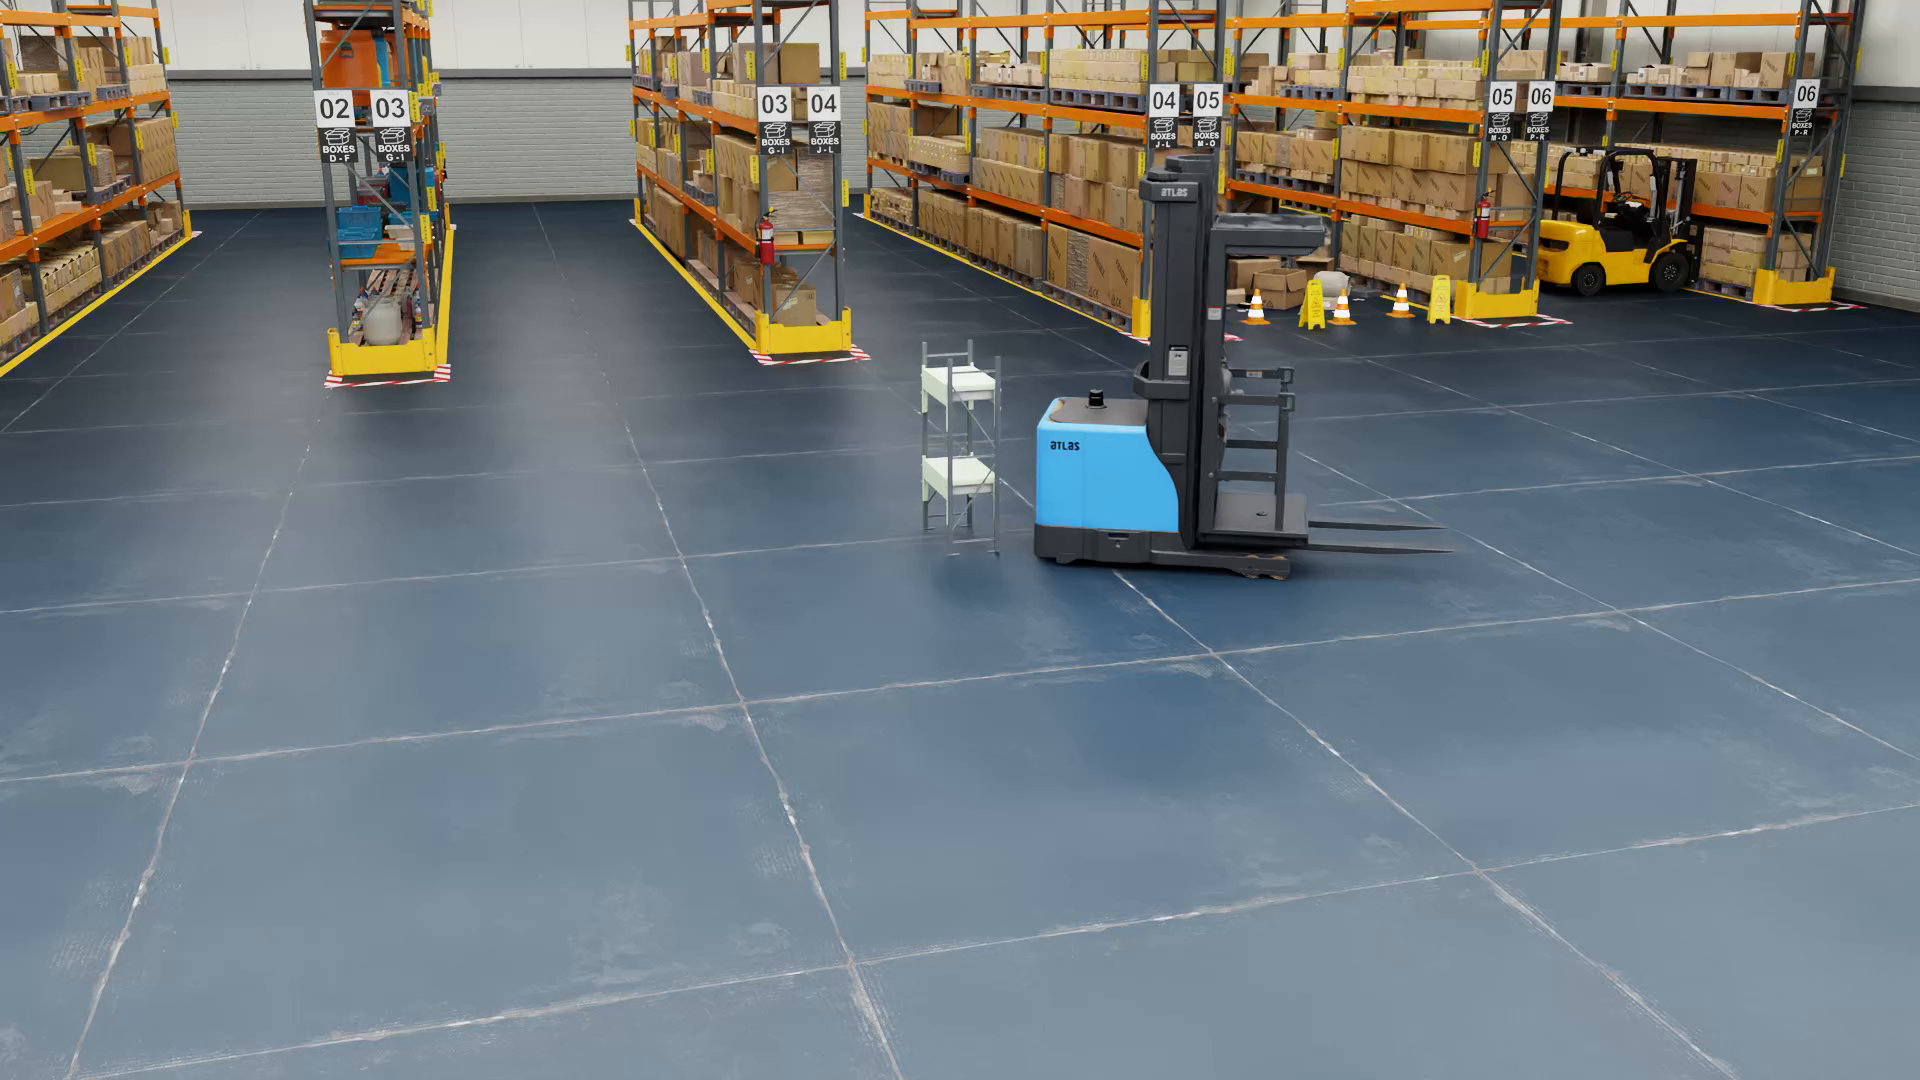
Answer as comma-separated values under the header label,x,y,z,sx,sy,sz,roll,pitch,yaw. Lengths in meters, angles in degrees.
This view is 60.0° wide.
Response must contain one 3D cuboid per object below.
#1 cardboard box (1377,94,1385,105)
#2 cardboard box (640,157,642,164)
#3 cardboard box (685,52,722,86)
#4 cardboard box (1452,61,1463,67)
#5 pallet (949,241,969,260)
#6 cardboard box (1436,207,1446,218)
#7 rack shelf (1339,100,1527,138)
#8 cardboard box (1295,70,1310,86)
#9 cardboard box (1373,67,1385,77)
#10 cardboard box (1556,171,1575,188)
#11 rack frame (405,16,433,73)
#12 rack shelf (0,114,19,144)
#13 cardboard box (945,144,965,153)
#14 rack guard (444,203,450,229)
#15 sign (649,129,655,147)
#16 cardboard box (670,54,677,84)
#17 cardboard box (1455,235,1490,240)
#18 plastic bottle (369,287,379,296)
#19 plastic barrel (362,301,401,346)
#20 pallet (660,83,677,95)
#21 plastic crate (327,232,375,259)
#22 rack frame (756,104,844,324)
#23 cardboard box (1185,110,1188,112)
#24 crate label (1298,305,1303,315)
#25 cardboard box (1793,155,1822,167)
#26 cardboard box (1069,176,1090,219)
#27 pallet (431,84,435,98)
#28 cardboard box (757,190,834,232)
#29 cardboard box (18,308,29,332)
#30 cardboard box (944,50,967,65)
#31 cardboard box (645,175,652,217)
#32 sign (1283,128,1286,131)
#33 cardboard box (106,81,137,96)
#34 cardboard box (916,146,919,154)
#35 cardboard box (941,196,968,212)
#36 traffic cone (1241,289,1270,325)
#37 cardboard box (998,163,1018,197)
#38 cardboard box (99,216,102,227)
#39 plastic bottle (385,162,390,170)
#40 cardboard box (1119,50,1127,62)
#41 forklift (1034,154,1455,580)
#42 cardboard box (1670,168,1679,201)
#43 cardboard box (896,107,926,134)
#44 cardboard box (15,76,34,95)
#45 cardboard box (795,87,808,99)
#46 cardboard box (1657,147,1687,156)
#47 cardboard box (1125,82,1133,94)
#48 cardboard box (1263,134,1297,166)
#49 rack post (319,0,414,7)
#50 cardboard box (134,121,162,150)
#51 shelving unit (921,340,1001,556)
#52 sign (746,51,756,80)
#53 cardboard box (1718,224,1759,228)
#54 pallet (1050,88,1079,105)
label,x,y,z,sx,sy,sz,roll,pitch,yaw
cardboard box,6.562,-6.697,25.256,0.380,0.149,0.250,-4,17,-14
cardboard box,-6.342,-7.773,34.052,0.380,0.149,0.250,-5,17,-16
cardboard box,-3.976,-7.313,25.827,0.500,0.500,0.500,-5,17,-17
cardboard box,9.690,-9.116,31.922,0.380,0.149,0.250,-5,18,-17
pallet,0.444,-5.264,30.108,1.003,0.211,1.213,-5,17,-15
cardboard box,7.053,-4.689,23.786,0.380,0.149,0.250,-5,17,-16
rack shelf,7.038,-6.234,24.529,1.077,0.370,4.000,-5,17,-15
cardboard box,5.916,-7.693,27.666,0.500,0.250,0.500,-4,17,-15
cardboard box,6.471,-7.063,25.087,0.380,0.149,0.250,-5,17,-16
cardboard box,10.727,-6.275,28.887,0.500,0.250,0.500,-5,17,-16
rack frame,-11.100,-10.713,32.974,1.000,3.000,0.127,-5,17,-15
rack shelf,-12.016,-4.669,19.317,1.077,0.370,4.000,-5,17,-15
cardboard box,-0.057,-6.990,29.681,0.380,0.149,0.250,-4,17,-14
rack guard,-11.119,-6.648,34.216,1.175,0.500,0.348,-5,17,-15
sign,-5.771,-7.533,31.174,0.100,0.325,0.005,-5,17,-15
cardboard box,-4.698,-8.099,28.582,0.500,0.500,0.500,-4,17,-12
cardboard box,7.477,-4.228,24.561,0.500,0.500,0.500,-5,18,-17
plastic bottle,-7.841,-3.218,22.290,0.144,0.351,0.185,-5,17,-15
plastic barrel,-6.957,-2.600,19.987,0.421,0.512,0.421,0,17,0
pallet,-4.677,-7.848,28.978,1.003,0.211,1.213,-4,17,-13
plastic crate,-7.128,-3.458,19.507,0.499,0.251,0.616,-5,17,-15
rack frame,-1.940,-3.806,20.407,1.000,3.000,0.127,-5,17,-15
cardboard box,4.453,-8.854,34.173,0.380,0.149,0.250,-5,17,-16
crate label,4.980,-3.266,23.586,0.298,0.136,0.250,16,23,42
cardboard box,12.473,-5.593,24.541,0.380,0.149,0.250,-5,17,-16
cardboard box,2.078,-4.938,23.916,0.875,0.550,0.550,-5,17,-15
pallet,-9.377,-7.557,28.010,1.003,0.211,1.213,-5,17,-15
cardboard box,-2.065,-4.150,20.864,0.875,0.500,0.500,-5,17,-15
cardboard box,-12.100,-2.764,20.990,0.500,0.250,0.500,-5,17,-15
cardboard box,-0.076,-8.679,29.914,0.396,0.266,0.258,-5,17,-15
cardboard box,-6.085,-7.244,34.818,0.875,0.875,0.875,-5,17,-15
sign,5.909,-7.364,30.379,0.100,0.325,0.005,-5,17,-15
cardboard box,-14.660,-7.862,28.957,0.500,0.250,0.500,-5,17,-15
cardboard box,-0.631,-7.424,31.644,0.380,0.149,0.250,-4,17,-14
cardboard box,-0.056,-6.195,30.673,0.500,0.250,0.500,-4,17,-14
traffic cone,4.076,-3.214,22.848,0.336,0.463,0.334,-5,17,-15
cardboard box,0.937,-5.867,27.097,0.500,0.500,0.500,-5,17,-16
cardboard box,-14.591,-5.286,27.612,0.500,0.250,0.500,-5,17,-15
plastic bottle,-10.204,-6.576,29.714,0.144,0.351,0.185,-5,17,-15
cardboard box,2.300,-6.323,21.722,0.380,0.149,0.250,-4,17,-14
forklift,2.115,-1.284,12.133,3.031,2.935,1.130,3,17,10
cardboard box,11.548,-5.570,26.107,0.500,0.500,0.500,-5,17,-15
cardboard box,-0.978,-8.410,33.305,0.500,0.500,0.500,-5,18,-17
cardboard box,-13.032,-6.230,22.793,0.500,0.250,0.500,-6,18,-20
cardboard box,-1.794,-5.456,20.255,0.380,0.149,0.250,-5,17,-16
cardboard box,11.369,-6.194,26.541,0.380,0.149,0.250,-5,17,-16
cardboard box,2.371,-5.870,21.599,0.380,0.149,0.250,-5,17,-15
cardboard box,5.593,-6.761,28.824,0.500,0.500,0.500,-4,17,-14
rack post,-6.788,-6.267,19.042,0.937,0.300,0.954,-3,17,-9
cardboard box,-15.049,-7.450,30.627,0.500,0.500,0.500,-4,17,-14
shelving unit,0.002,-0.716,12.730,0.431,1.500,0.755,-5,17,-15
sign,-2.480,-5.628,19.721,0.100,0.325,0.005,-5,17,-15
cardboard box,12.142,-4.771,25.932,0.500,0.250,0.500,-5,17,-16
pallet,1.972,-6.443,24.128,1.003,0.211,1.213,-5,17,-15
